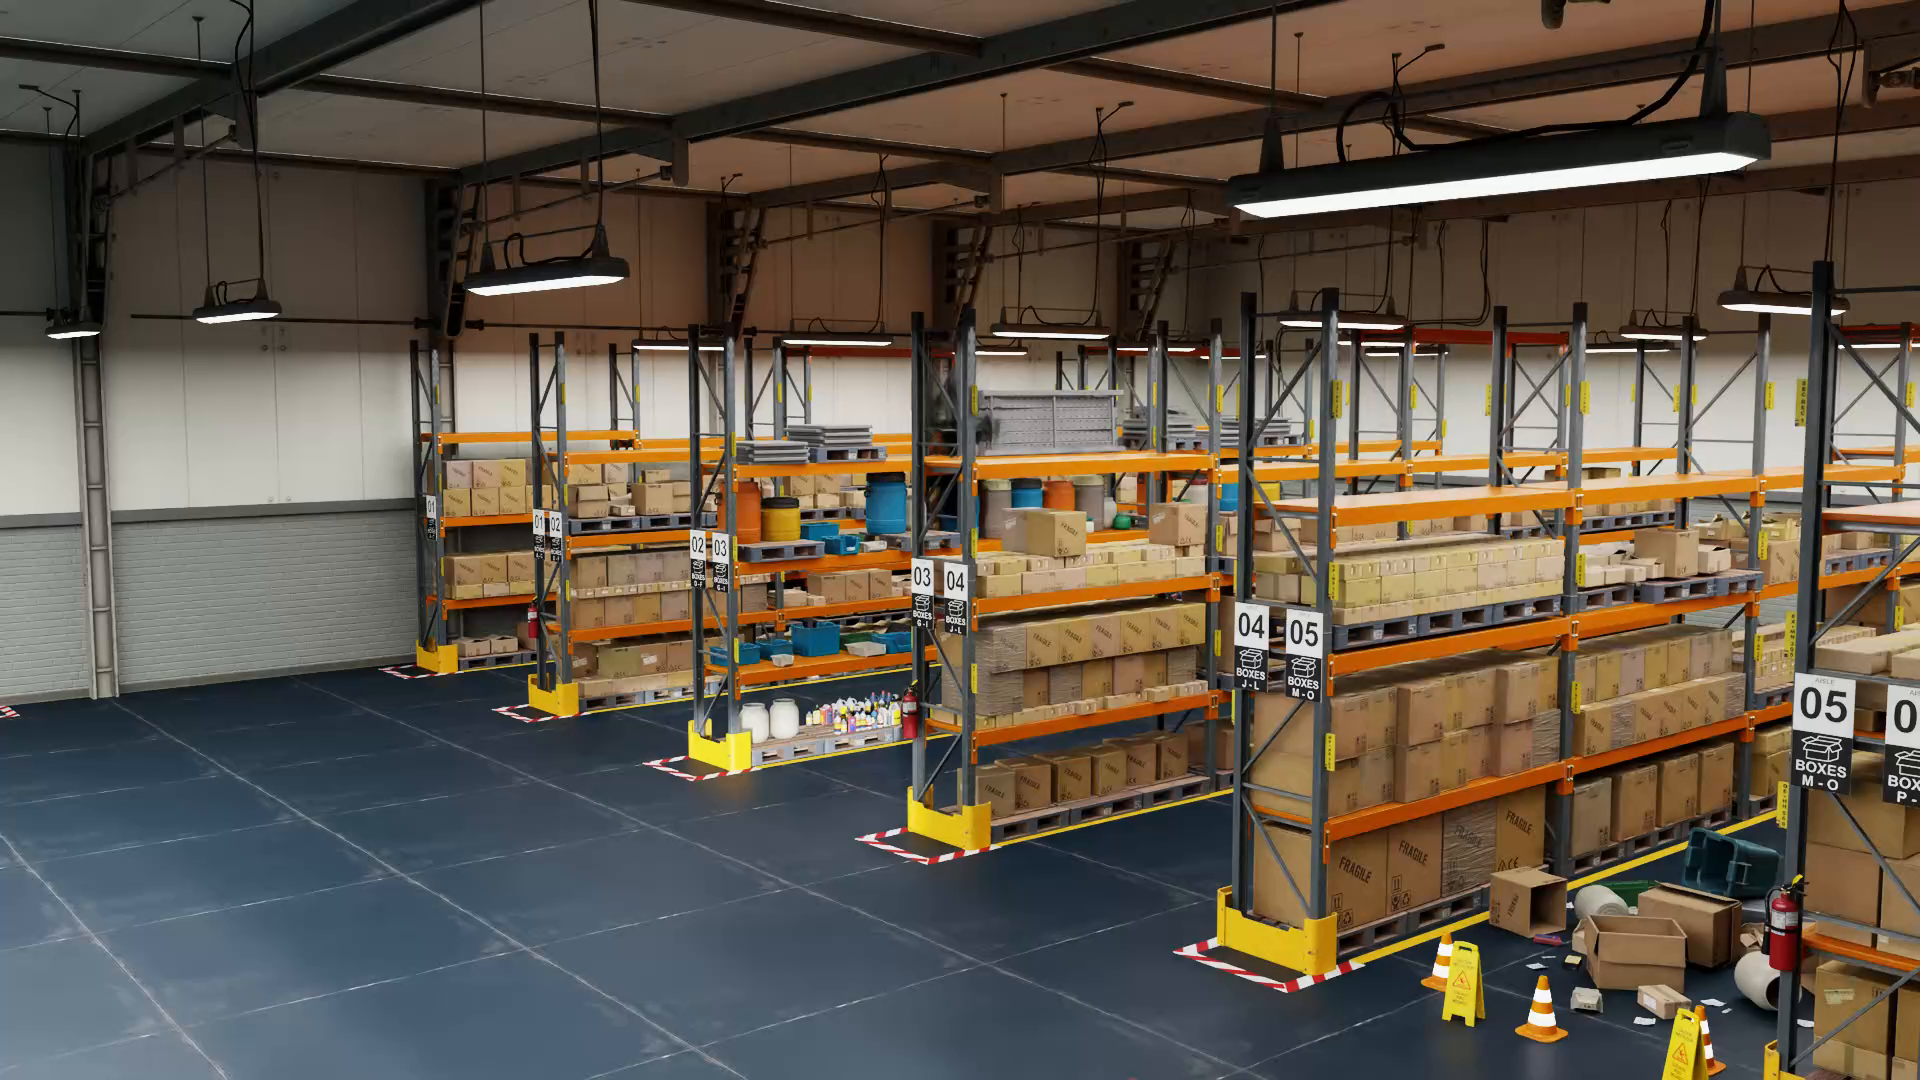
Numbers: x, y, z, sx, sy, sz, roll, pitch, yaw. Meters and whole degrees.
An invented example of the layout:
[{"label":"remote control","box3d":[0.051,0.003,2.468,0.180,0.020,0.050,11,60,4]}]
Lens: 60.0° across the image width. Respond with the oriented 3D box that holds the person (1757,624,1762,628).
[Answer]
[{"label":"person","box3d":[11.705,2.037,24.653,0.877,1.670,0.608,-4,7,-37]}]
